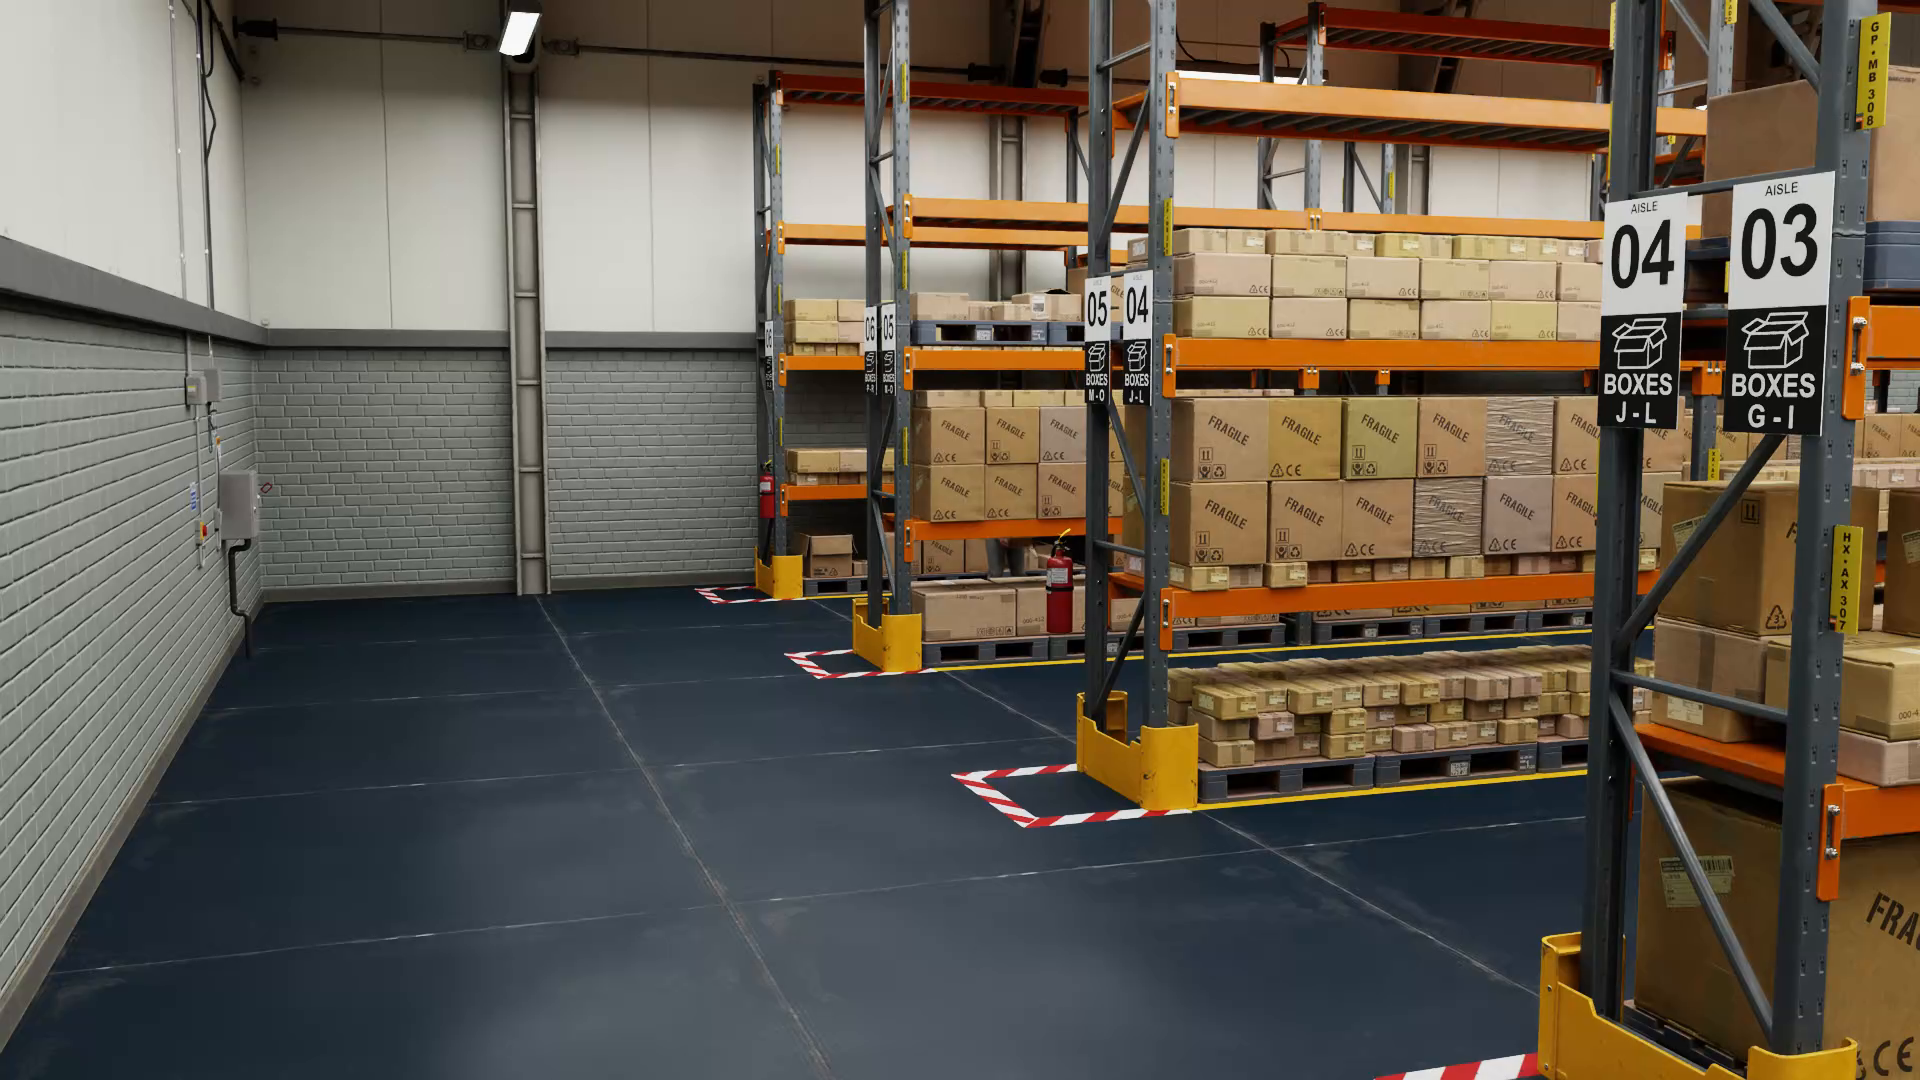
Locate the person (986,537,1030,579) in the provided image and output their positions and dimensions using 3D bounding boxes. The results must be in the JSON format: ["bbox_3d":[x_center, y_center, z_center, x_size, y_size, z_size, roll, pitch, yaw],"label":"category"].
[{"bbox_3d":[0.530,-0.024,17.464,0.494,1.765,0.554,-2,6,-18],"label":"person"}]
